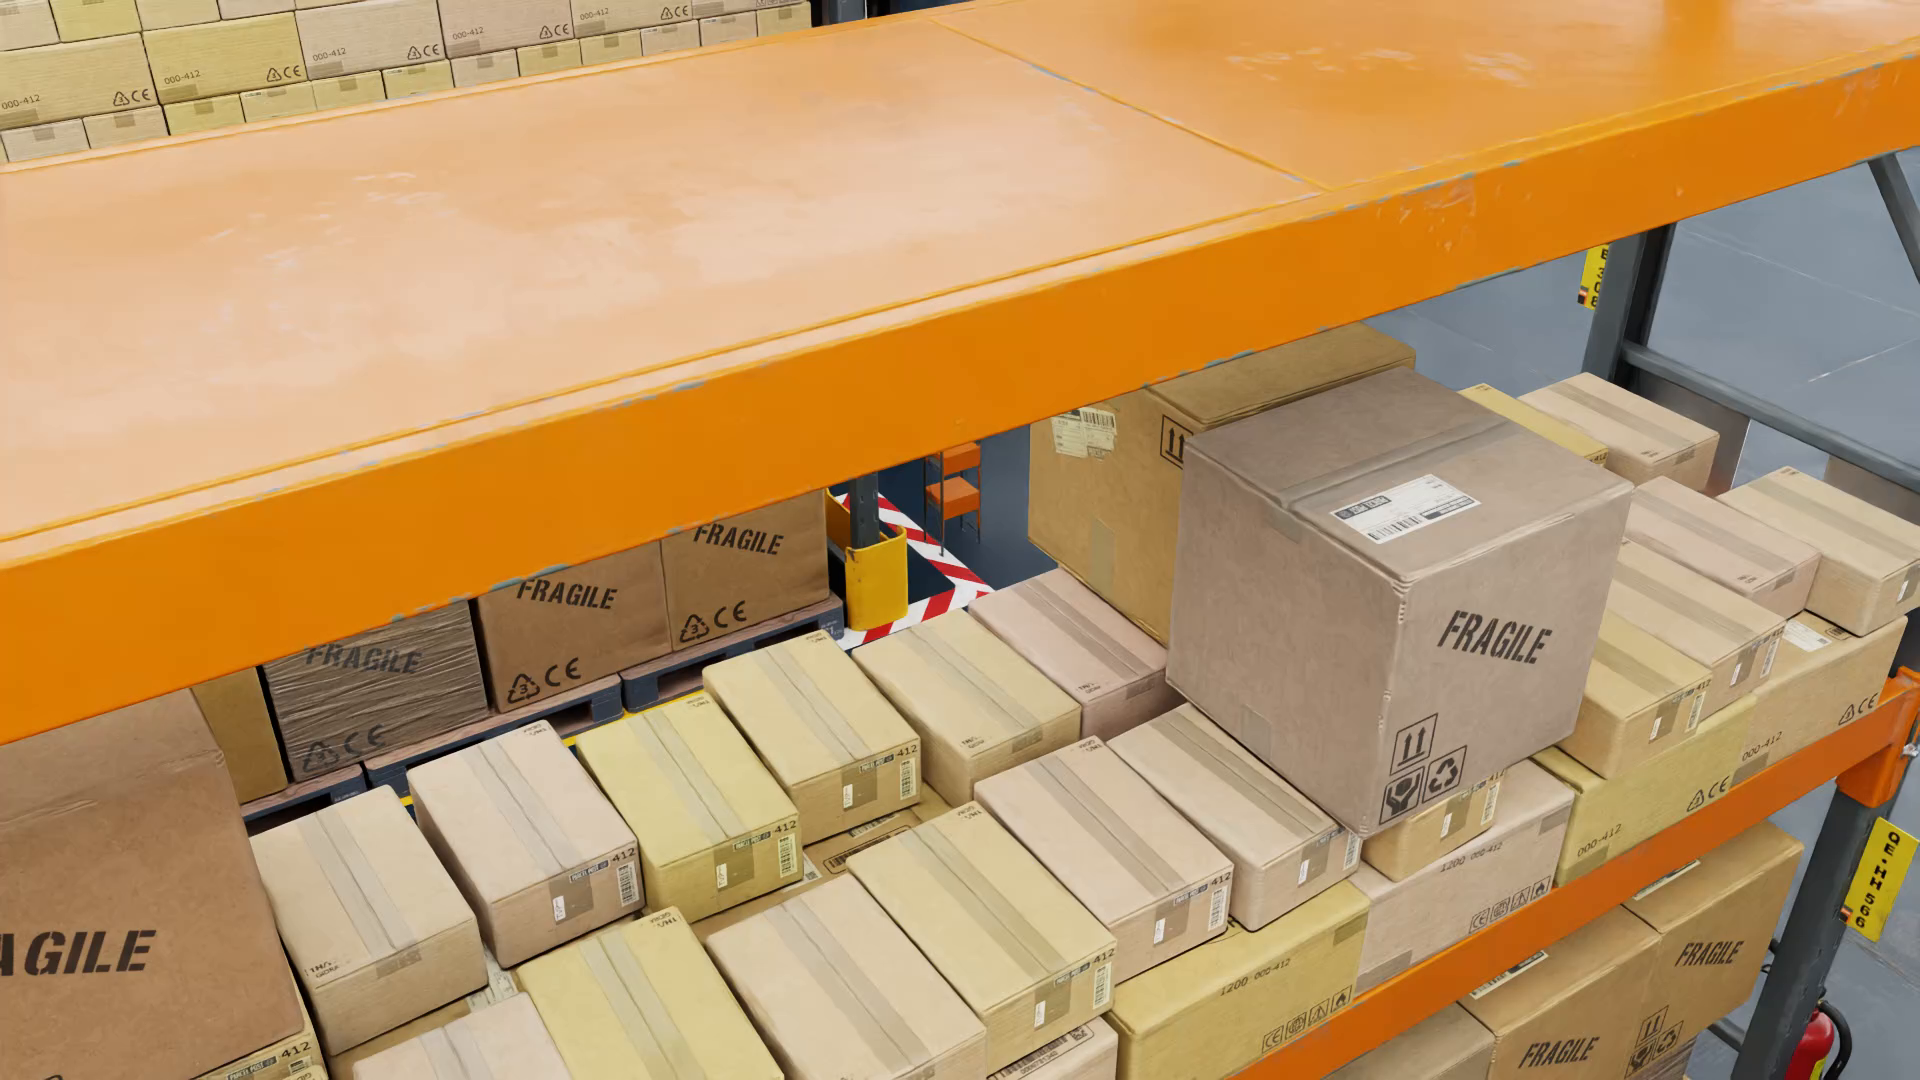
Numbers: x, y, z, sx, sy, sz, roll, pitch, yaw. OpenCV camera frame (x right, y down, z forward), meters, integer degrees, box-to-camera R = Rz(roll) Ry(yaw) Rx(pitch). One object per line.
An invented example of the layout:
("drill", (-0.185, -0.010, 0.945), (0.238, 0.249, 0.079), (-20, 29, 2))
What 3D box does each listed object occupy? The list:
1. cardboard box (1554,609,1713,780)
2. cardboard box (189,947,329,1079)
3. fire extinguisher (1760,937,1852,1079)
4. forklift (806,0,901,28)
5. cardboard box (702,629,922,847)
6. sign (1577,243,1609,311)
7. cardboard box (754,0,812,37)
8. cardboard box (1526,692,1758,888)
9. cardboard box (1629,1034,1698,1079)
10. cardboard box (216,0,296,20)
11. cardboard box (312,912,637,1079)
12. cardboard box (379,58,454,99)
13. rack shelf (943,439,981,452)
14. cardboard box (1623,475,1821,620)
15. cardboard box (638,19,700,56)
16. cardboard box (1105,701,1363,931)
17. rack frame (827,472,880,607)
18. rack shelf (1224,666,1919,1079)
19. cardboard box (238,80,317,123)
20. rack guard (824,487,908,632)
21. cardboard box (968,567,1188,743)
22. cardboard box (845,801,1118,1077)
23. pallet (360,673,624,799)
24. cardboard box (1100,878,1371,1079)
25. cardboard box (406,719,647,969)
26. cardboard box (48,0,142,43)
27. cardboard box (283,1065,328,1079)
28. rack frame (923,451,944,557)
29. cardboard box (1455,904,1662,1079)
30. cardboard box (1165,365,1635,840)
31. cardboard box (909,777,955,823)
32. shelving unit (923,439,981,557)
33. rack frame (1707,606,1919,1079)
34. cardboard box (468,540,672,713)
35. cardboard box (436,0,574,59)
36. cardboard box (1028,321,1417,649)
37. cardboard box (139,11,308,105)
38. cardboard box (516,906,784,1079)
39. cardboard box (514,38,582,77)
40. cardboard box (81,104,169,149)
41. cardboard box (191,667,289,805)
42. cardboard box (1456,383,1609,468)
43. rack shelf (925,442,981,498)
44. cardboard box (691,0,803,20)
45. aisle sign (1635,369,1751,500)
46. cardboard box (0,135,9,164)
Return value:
("cardboard box", (1.158, 0.250, 3.119), (0.250, 0.149, 0.380), (-19, 37, -27))
("cardboard box", (-1.098, 0.692, 2.418), (0.250, 0.149, 0.380), (-19, 37, -27))
("fire extinguisher", (2.219, 1.376, 4.451), (0.183, 0.674, 0.296), (-19, 37, -27))
("forklift", (-1.092, -2.504, 10.594), (1.130, 2.935, 3.031), (-21, 38, -29))
("cardboard box", (-0.267, 0.345, 2.968), (0.250, 0.149, 0.380), (-17, 36, -25))
("sign", (1.579, -0.712, 4.058), (0.005, 0.325, 0.100), (-19, 37, -27))
("cardboard box", (-0.825, -2.218, 7.013), (0.250, 0.149, 0.380), (-19, 37, -27))
("cardboard box", (1.187, 0.364, 3.313), (0.500, 0.250, 0.500), (-19, 37, -27))
("cardboard box", (1.396, 1.148, 4.367), (0.500, 0.500, 0.875), (-19, 37, -27))
("cardboard box", (-2.532, -1.968, 5.869), (0.250, 0.149, 0.380), (-19, 37, -27))
("cardboard box", (-0.803, 0.726, 2.739), (0.500, 0.250, 0.500), (-18, 36, -26))
("cardboard box", (-2.107, -1.777, 6.314), (0.250, 0.149, 0.380), (-18, 37, -27))
("rack shelf", (-0.045, -0.660, 8.921), (0.240, 0.259, 0.215), (-19, 37, -27))
("cardboard box", (1.526, 0.039, 3.454), (0.250, 0.149, 0.380), (-20, 37, -29))
("cardboard box", (-1.253, -2.071, 6.779), (0.250, 0.149, 0.380), (-18, 37, -27))
("cardboard box", (0.456, 0.447, 2.806), (0.250, 0.149, 0.380), (-21, 38, -30))
("rack frame", (-0.729, -1.084, 8.278), (0.127, 3.000, 1.000), (-19, 37, -27))
("rack shelf", (0.192, 0.784, 3.181), (4.000, 0.370, 1.077), (-19, 37, -27))
("cardboard box", (-2.532, -1.631, 6.083), (0.250, 0.149, 0.380), (-19, 37, -27))
("rack guard", (-0.709, -0.033, 8.956), (0.348, 0.500, 1.175), (-19, 37, -27))
("cardboard box", (0.220, 0.226, 3.158), (0.250, 0.149, 0.380), (-19, 37, -28))
("cardboard box", (0.027, 0.603, 2.560), (0.250, 0.149, 0.380), (-20, 37, -28))
("pallet", (-2.383, 0.713, 8.044), (1.213, 0.211, 1.003), (-19, 37, -27))
("cardboard box", (0.332, 0.656, 2.850), (0.500, 0.250, 0.500), (-20, 37, -28))
("cardboard box", (-0.716, 0.490, 2.739), (0.250, 0.149, 0.380), (-20, 37, -29))
("cardboard box", (-2.961, -1.820, 5.635), (0.250, 0.149, 0.380), (-20, 37, -28))
("cardboard box", (-0.862, 0.889, 2.106), (0.250, 0.149, 0.380), (-21, 38, -30))
("rack frame", (-0.147, -0.393, 9.011), (0.008, 1.050, 0.200), (-19, 37, -27))
("cardboard box", (1.128, 0.996, 3.672), (0.500, 0.500, 0.500), (-19, 37, -27))
("cardboard box", (0.707, 0.083, 2.776), (0.500, 0.500, 0.500), (-19, 37, -27))
("cardboard box", (0.045, 0.434, 3.201), (0.500, 0.250, 0.500), (-18, 36, -26))
("shelving unit", (-0.045, -0.429, 9.067), (0.252, 1.050, 0.215), (-19, 37, -27))
("rack frame", (1.873, 1.170, 4.705), (0.127, 3.000, 1.000), (-19, 37, -27))
("cardboard box", (-2.002, 0.118, 7.970), (0.875, 0.875, 0.875), (-20, 37, -28))
("cardboard box", (-1.833, -2.079, 6.418), (0.500, 0.250, 0.500), (-19, 37, -28))
("cardboard box", (0.479, -0.170, 3.177), (0.500, 0.500, 0.500), (-19, 37, -27))
("cardboard box", (-2.682, -1.787, 5.955), (0.500, 0.250, 0.500), (-19, 37, -28))
("cardboard box", (-0.439, 0.730, 2.359), (0.250, 0.149, 0.380), (-18, 36, -26))
("cardboard box", (-1.681, -1.923, 6.546), (0.250, 0.149, 0.380), (-20, 37, -28))
("cardboard box", (-2.963, -1.482, 5.846), (0.250, 0.149, 0.380), (-20, 37, -28))
("cardboard box", (-3.525, 0.643, 7.138), (0.875, 0.875, 0.875), (-18, 37, -27))
("cardboard box", (1.246, -0.197, 3.827), (0.250, 0.149, 0.380), (-18, 37, -26))
("rack shelf", (-0.045, -0.420, 9.073), (0.240, 0.259, 0.215), (-19, 37, -27))
("cardboard box", (-0.989, -2.368, 6.876), (0.500, 0.250, 0.500), (-18, 37, -27))
("aisle sign", (1.763, -0.082, 4.254), (0.004, 0.787, 0.394), (-19, 37, -27))
("cardboard box", (-3.385, -1.338, 5.618), (0.250, 0.149, 0.380), (-19, 37, -27))
